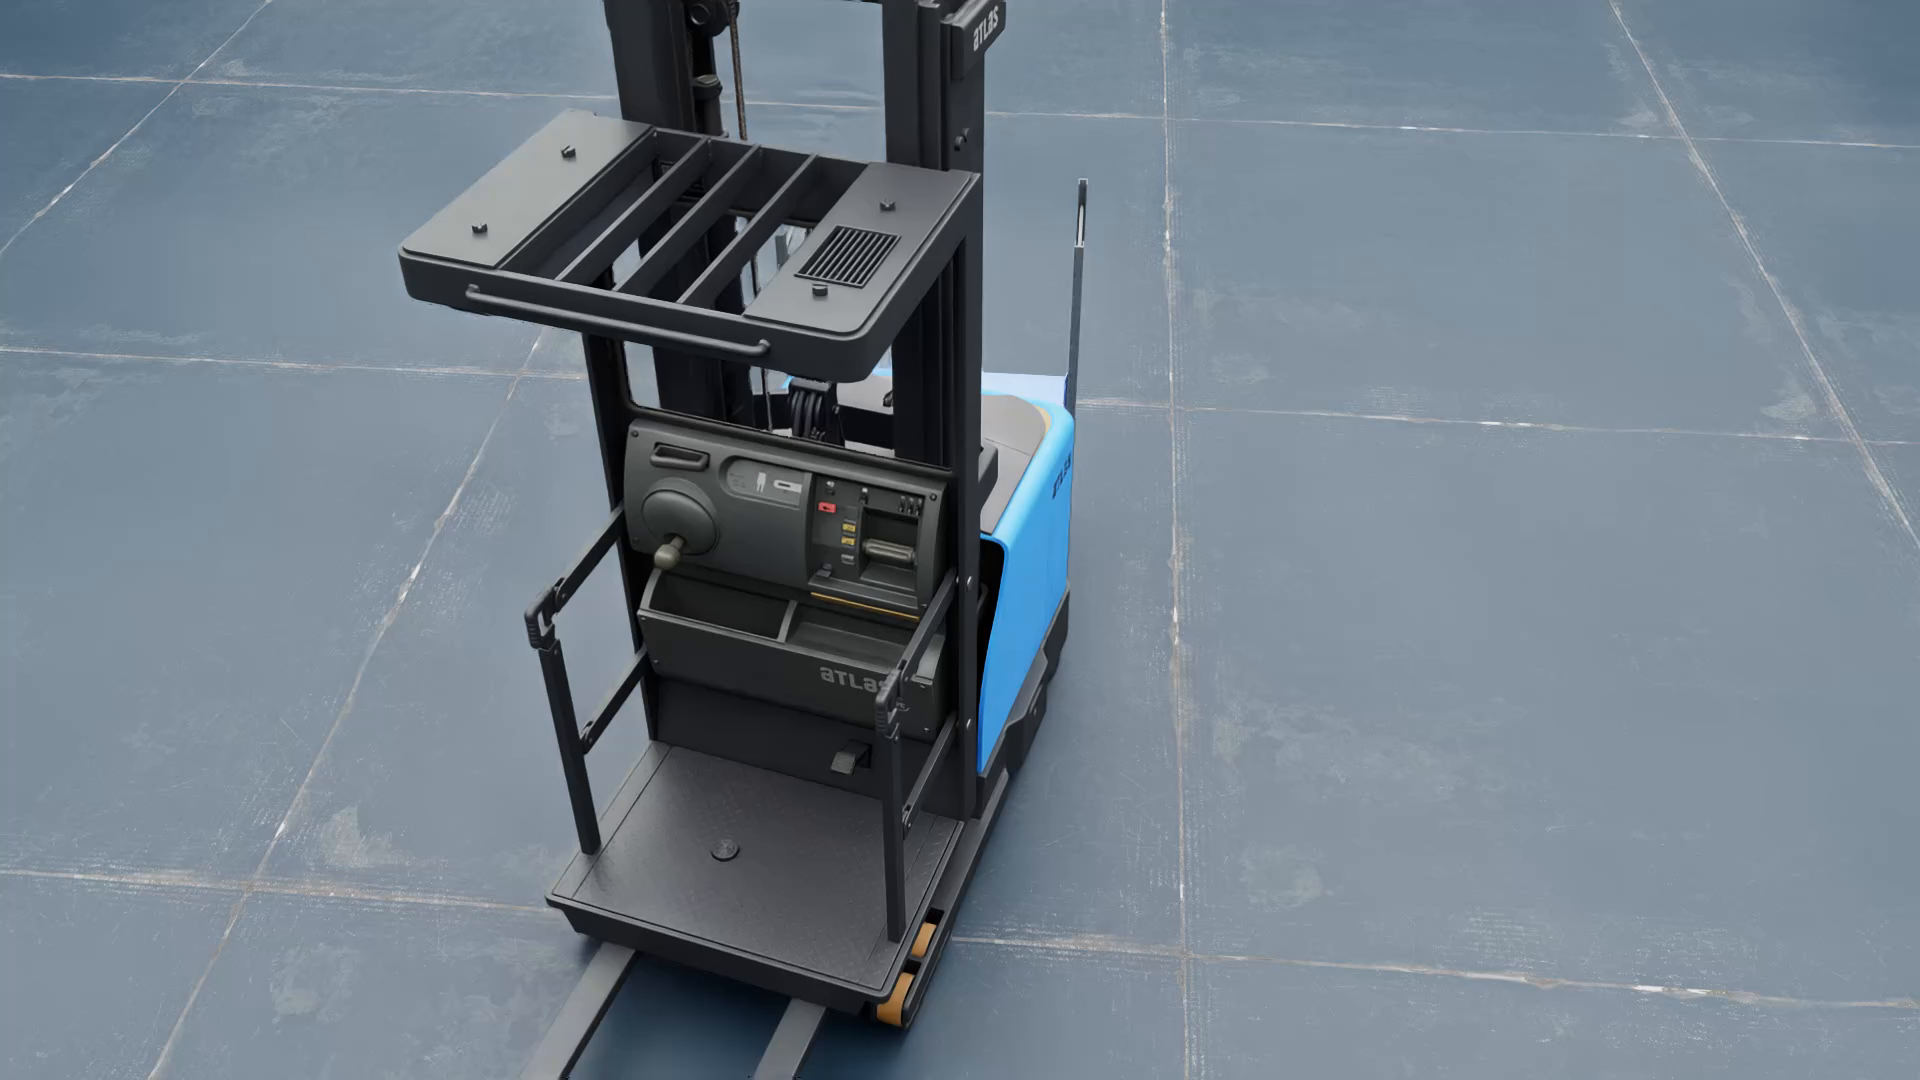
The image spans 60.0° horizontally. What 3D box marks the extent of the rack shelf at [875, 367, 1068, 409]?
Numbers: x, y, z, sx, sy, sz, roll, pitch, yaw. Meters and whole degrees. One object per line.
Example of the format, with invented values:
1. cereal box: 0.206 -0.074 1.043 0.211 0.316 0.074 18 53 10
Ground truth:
1. rack shelf: -0.085 -0.447 6.396 1.000 0.185 0.538 3 39 4

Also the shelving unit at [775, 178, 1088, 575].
1. shelving unit: -0.085 -0.586 6.282 1.048 1.500 0.538 3 39 4

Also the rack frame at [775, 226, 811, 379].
1. rack frame: -0.591 -0.614 6.316 0.032 1.500 0.500 3 39 4

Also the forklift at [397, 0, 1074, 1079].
1. forklift: -0.562 0.018 4.406 1.130 2.935 3.031 12 41 15

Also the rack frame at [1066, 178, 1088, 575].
1. rack frame: 0.421 -0.559 6.248 0.032 1.500 0.500 3 39 4
